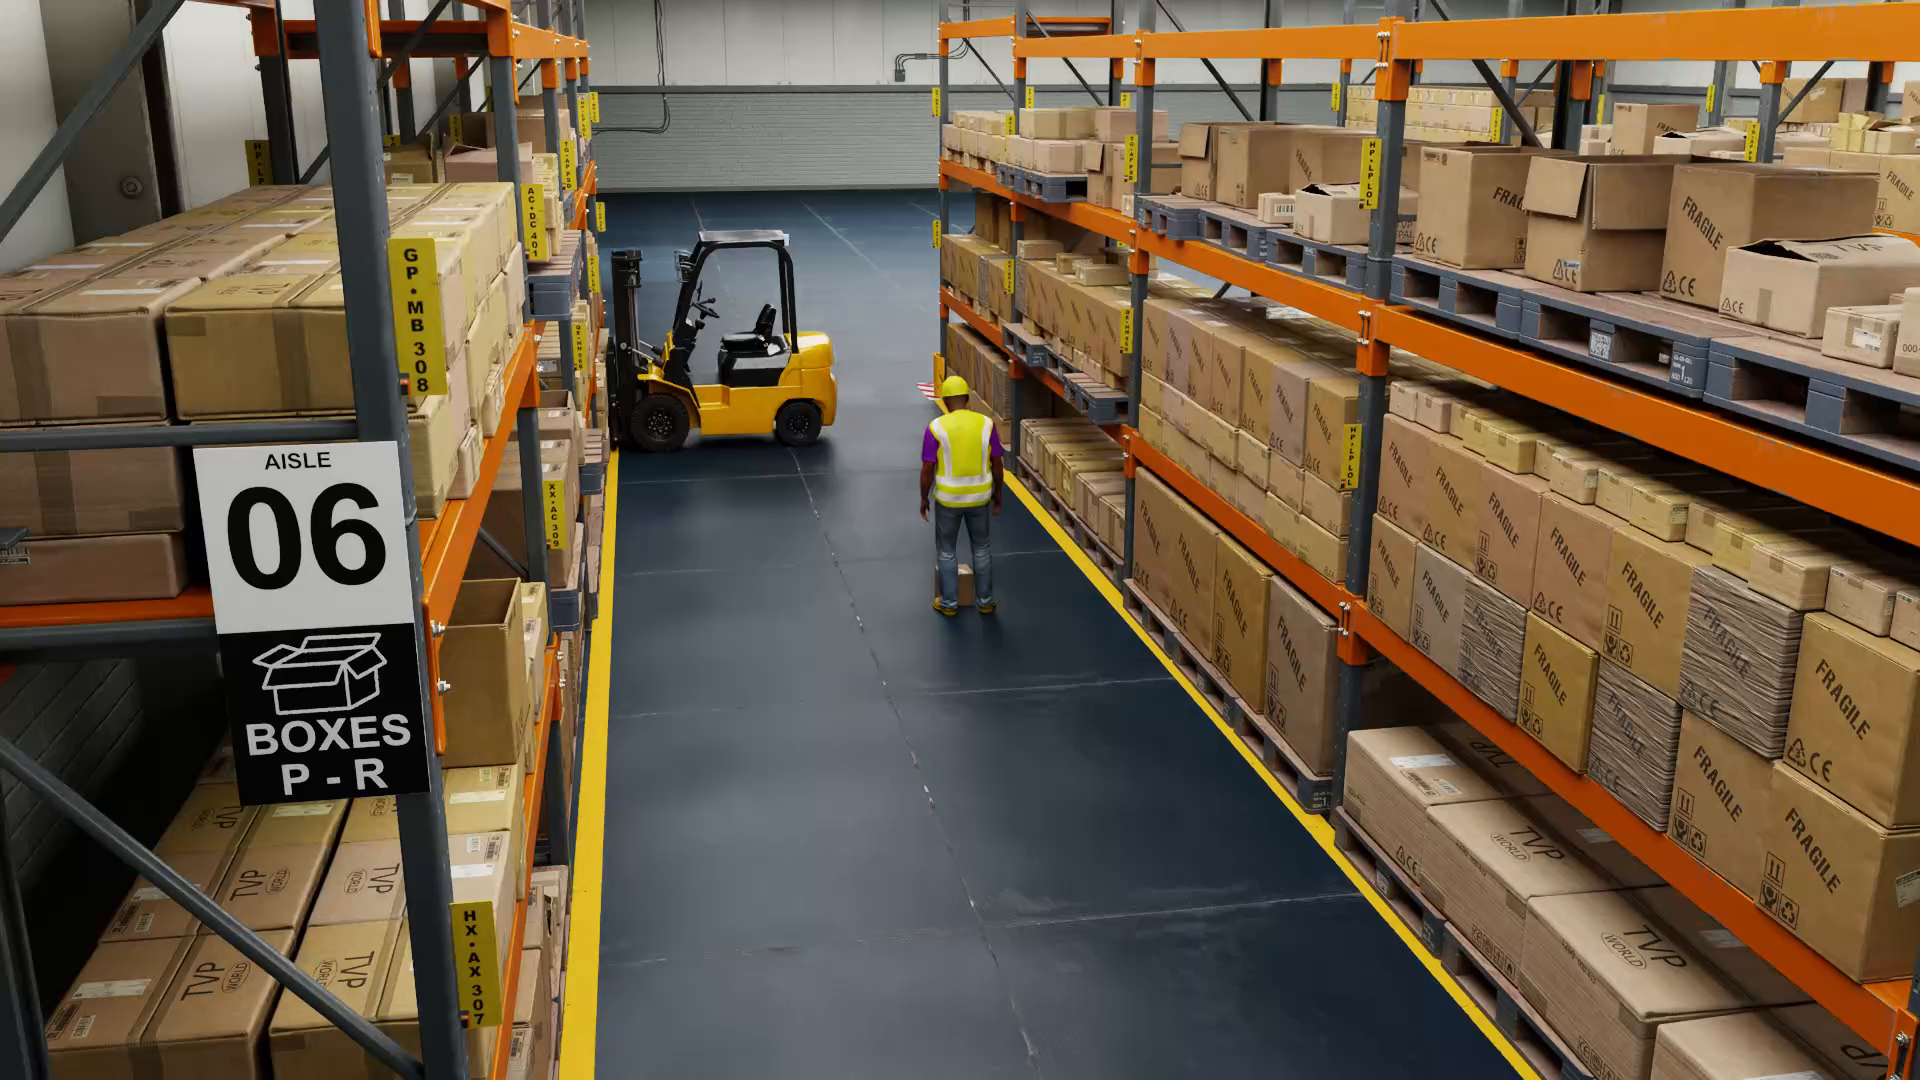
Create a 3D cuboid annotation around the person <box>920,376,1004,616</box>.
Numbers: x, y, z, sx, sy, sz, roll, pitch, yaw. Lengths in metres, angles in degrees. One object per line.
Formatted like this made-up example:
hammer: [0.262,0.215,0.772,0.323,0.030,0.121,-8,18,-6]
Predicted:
person: [0.006,-0.319,12.099,0.629,1.759,0.461,-4,17,-13]
